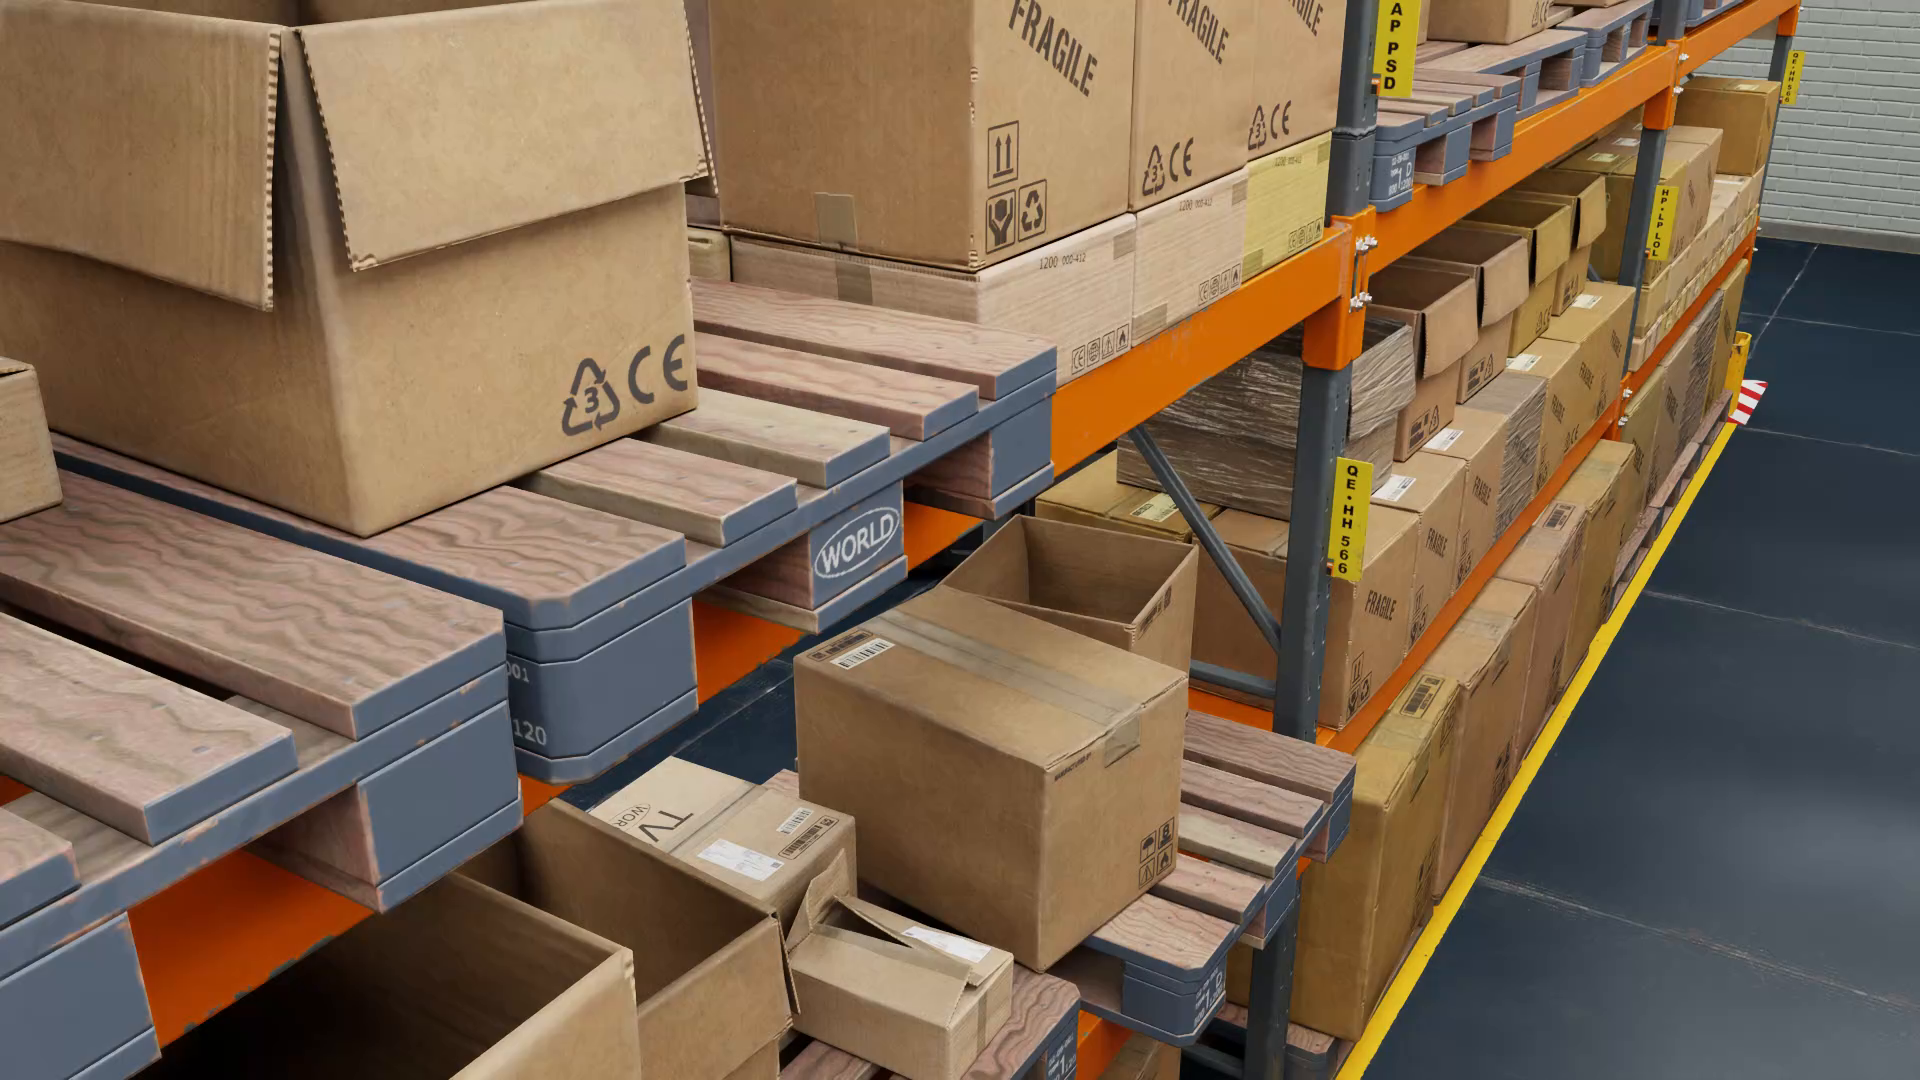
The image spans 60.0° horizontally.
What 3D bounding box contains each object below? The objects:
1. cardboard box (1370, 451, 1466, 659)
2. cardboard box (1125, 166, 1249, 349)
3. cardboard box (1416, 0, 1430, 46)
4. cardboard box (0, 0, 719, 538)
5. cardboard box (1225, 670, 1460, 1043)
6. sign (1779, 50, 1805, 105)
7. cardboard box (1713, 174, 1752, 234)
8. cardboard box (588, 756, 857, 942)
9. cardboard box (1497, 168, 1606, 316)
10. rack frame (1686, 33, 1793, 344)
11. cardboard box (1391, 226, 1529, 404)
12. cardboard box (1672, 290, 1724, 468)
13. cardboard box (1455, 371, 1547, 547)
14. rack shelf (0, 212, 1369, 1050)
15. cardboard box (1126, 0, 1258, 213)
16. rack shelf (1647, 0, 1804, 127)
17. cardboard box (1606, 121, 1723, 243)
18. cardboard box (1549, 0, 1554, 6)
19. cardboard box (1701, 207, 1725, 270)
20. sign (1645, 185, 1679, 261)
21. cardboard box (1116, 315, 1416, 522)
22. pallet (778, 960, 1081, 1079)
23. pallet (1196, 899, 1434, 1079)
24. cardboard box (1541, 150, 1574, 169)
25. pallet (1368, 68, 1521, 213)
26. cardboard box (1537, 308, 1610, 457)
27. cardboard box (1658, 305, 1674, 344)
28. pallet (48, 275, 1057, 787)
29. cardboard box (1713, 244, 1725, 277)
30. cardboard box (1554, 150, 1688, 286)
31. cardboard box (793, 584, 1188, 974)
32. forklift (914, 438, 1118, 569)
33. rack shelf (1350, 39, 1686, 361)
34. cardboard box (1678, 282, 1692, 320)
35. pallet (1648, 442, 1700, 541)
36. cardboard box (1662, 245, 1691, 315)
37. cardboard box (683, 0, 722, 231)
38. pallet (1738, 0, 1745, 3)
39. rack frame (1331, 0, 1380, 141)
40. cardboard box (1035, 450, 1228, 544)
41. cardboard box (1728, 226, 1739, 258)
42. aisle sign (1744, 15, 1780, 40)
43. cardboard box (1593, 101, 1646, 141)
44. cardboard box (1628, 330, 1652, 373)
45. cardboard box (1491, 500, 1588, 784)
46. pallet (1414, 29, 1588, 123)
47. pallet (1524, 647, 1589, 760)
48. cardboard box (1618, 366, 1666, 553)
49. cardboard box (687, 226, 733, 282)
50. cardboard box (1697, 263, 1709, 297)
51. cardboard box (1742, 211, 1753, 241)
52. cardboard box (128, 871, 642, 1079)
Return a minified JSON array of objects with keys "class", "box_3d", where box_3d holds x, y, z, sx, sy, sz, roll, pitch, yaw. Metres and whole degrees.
[{"class":"cardboard box","box_3d":[1.279,0.007,5.332,0.500,0.500,0.500,13,27,28]},{"class":"cardboard box","box_3d":[0.229,-0.591,3.253,0.500,0.250,0.500,14,27,29]},{"class":"cardboard box","box_3d":[1.163,-1.811,5.229,0.500,0.500,0.500,16,28,32]},{"class":"cardboard box","box_3d":[-0.760,-0.388,1.937,0.797,0.503,0.637,15,28,31]},{"class":"cardboard box","box_3d":[0.903,0.888,5.568,1.225,0.875,0.875,12,26,27]},{"class":"sign","box_3d":[5.195,-2.887,10.388,0.100,0.325,0.005,14,27,29]},{"class":"cardboard box","box_3d":[4.443,-2.043,10.008,0.500,0.250,0.500,13,27,28]},{"class":"cardboard box","box_3d":[-0.558,0.728,3.453,0.500,0.250,0.500,13,27,27]},{"class":"cardboard box","box_3d":[2.302,-1.305,7.099,0.797,0.503,0.637,13,27,28]},{"class":"rack frame","box_3d":[4.742,-2.366,10.939,1.000,3.000,0.127,14,27,29]},{"class":"cardboard box","box_3d":[1.615,-0.862,6.078,0.797,0.503,0.637,15,27,31]},{"class":"cardboard box","box_3d":[3.992,-1.043,10.030,0.875,0.875,0.875,14,27,29]},{"class":"cardboard box","box_3d":[1.812,-0.335,6.122,0.500,0.500,0.500,14,27,29]},{"class":"rack shelf","box_3d":[-0.533,-0.037,2.689,1.077,0.370,4.000,14,27,29]},{"class":"cardboard box","box_3d":[0.221,-0.929,3.089,0.500,0.500,0.500,14,27,29]},{"class":"rack shelf","box_3d":[3.687,-2.737,8.927,1.077,0.370,4.000,14,27,29]},{"class":"cardboard box","box_3d":[3.638,-1.877,8.680,0.500,0.500,0.500,13,27,27]},{"class":"cardboard box","box_3d":[1.976,-2.193,6.347,0.500,0.311,0.500,13,27,27]},{"class":"cardboard box","box_3d":[3.904,-1.695,9.203,0.500,0.250,0.500,14,27,29]},{"class":"sign","box_3d":[3.098,-1.400,7.351,0.100,0.325,0.005,14,27,29]},{"class":"cardboard box","box_3d":[0.921,-0.415,5.045,0.797,0.503,0.637,15,28,31]},{"class":"pallet","box_3d":[-0.488,1.099,3.177,1.003,0.211,1.213,14,27,29]},{"class":"pallet","box_3d":[1.001,1.364,5.834,1.003,0.211,1.213,14,27,29]},{"class":"cardboard box","box_3d":[2.647,-1.639,8.130,0.500,0.500,0.500,15,27,30]},{"class":"pallet","box_3d":[0.816,-1.184,4.671,1.213,0.211,1.003,15,28,31]},{"class":"cardboard box","box_3d":[2.350,-0.681,6.921,0.500,0.500,0.500,15,27,31]},{"class":"cardboard box","box_3d":[3.347,-1.108,8.350,0.380,0.149,0.250,15,28,31]},{"class":"pallet","box_3d":[-0.628,-0.143,2.264,1.213,0.211,1.003,14,27,29]},{"class":"cardboard box","box_3d":[4.160,-1.629,9.552,0.380,0.149,0.250,14,27,29]},{"class":"cardboard box","box_3d":[3.101,-1.535,7.892,0.500,0.500,0.500,14,27,29]},{"class":"cardboard box","box_3d":[0.061,0.496,3.674,0.700,0.500,0.500,19,30,37]},{"class":"forklift","box_3d":[0.623,-1.331,8.636,3.031,2.935,1.130,1,23,3]},{"class":"rack shelf","box_3d":[1.577,-1.387,5.808,1.077,0.370,4.000,14,27,29]},{"class":"cardboard box","box_3d":[3.619,-1.284,8.756,0.380,0.149,0.250,13,27,28]},{"class":"pallet","box_3d":[3.742,-0.390,9.884,1.003,0.211,1.213,14,27,29]},{"class":"cardboard box","box_3d":[3.369,-1.354,8.416,0.500,0.250,0.500,14,27,29]},{"class":"cardboard box","box_3d":[-0.475,-0.871,2.956,0.500,0.500,0.500,13,27,27]},{"class":"pallet","box_3d":[3.716,-3.036,8.822,1.003,0.211,1.213,14,27,29]},{"class":"rack frame","box_3d":[0.522,-2.419,3.510,1.000,3.000,0.127,14,27,29]},{"class":"cardboard box","box_3d":[0.571,0.070,5.187,0.500,0.500,0.500,15,27,31]},{"class":"cardboard box","box_3d":[4.431,-1.804,9.958,0.380,0.149,0.250,14,27,30]},{"class":"aisle sign","box_3d":[5.034,-3.520,10.333,0.394,0.787,0.004,14,27,29]},{"class":"cardboard box","box_3d":[3.727,-2.327,9.720,0.500,0.500,0.500,13,27,28]},{"class":"cardboard box","box_3d":[3.070,-0.930,7.940,0.380,0.149,0.250,14,27,29]},{"class":"cardboard box","box_3d":[1.840,0.289,6.953,1.225,0.875,0.875,13,27,27]},{"class":"pallet","box_3d":[1.404,-1.562,5.544,1.003,0.211,1.213,15,28,31]},{"class":"pallet","box_3d":[2.289,0.540,7.736,1.003,0.211,1.213,14,27,29]},{"class":"cardboard box","box_3d":[3.048,-0.439,8.635,0.875,0.875,0.875,14,27,29]},{"class":"cardboard box","box_3d":[-0.477,-0.519,3.087,0.500,0.250,0.500,15,27,30]},{"class":"cardboard box","box_3d":[3.891,-1.457,9.156,0.380,0.149,0.250,13,27,27]},{"class":"cardboard box","box_3d":[4.698,-1.973,10.348,0.380,0.149,0.250,14,27,29]},{"class":"cardboard box","box_3d":[-1.050,0.978,1.932,1.000,1.000,1.000,14,27,29]}]
